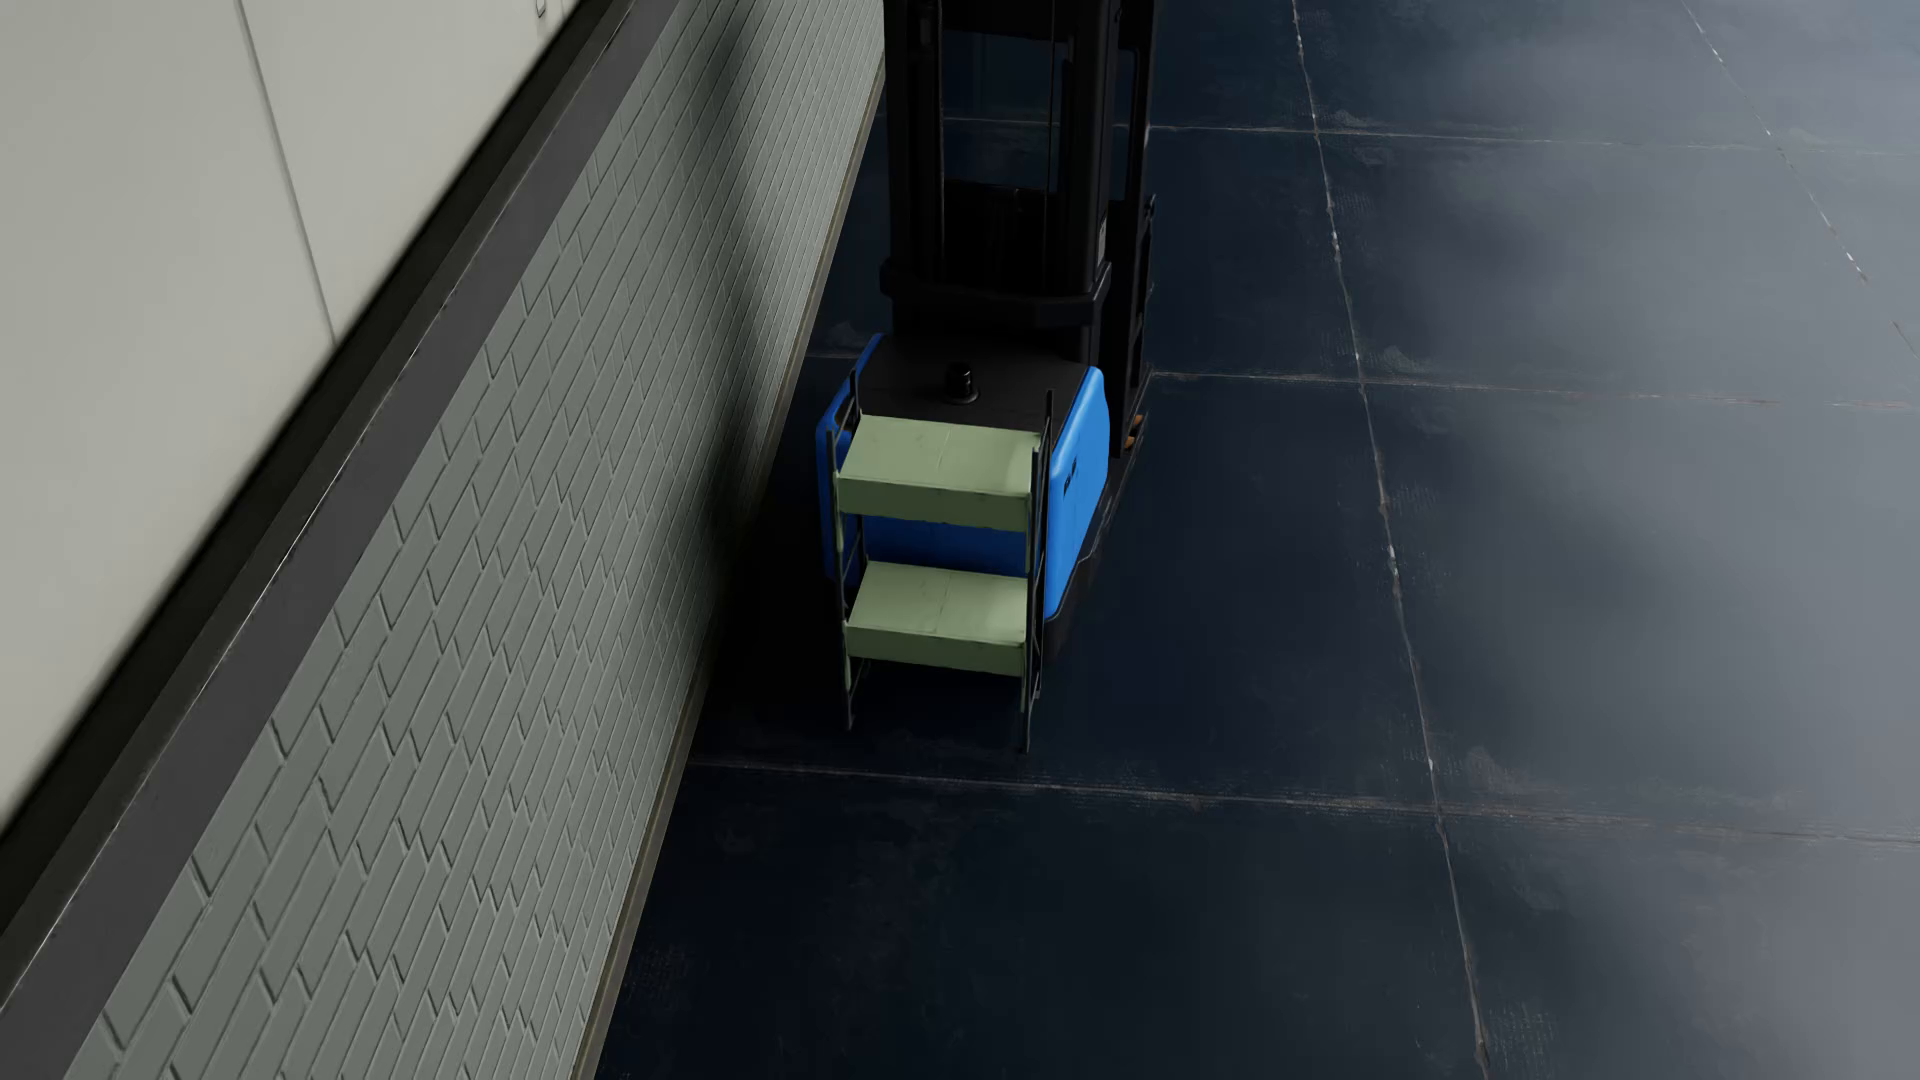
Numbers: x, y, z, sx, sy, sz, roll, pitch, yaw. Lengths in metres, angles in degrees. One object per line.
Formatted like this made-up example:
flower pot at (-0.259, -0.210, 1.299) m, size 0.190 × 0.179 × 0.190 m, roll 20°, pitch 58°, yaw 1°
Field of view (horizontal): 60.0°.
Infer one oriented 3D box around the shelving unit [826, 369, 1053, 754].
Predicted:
shelving unit at (-0.066, 0.115, 6.420) m, size 0.755 × 1.500 × 0.431 m, roll 6°, pitch 40°, yaw 8°

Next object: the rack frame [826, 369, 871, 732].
rack frame at (-0.426, 0.075, 6.470) m, size 0.023 × 1.500 × 0.400 m, roll 6°, pitch 40°, yaw 8°

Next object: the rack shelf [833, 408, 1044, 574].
rack shelf at (-0.066, -0.187, 6.174) m, size 0.720 × 0.370 × 0.431 m, roll 6°, pitch 40°, yaw 8°

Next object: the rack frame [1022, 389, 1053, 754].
rack frame at (0.294, 0.156, 6.371) m, size 0.023 × 1.500 × 0.400 m, roll 6°, pitch 40°, yaw 8°

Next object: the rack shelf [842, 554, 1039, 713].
rack shelf at (-0.066, 0.368, 6.626) m, size 0.720 × 0.370 × 0.431 m, roll 6°, pitch 40°, yaw 8°

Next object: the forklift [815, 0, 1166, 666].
forklift at (0.310, -1.546, 7.328) m, size 1.130 × 2.935 × 3.031 m, roll 11°, pitch 40°, yaw 13°
